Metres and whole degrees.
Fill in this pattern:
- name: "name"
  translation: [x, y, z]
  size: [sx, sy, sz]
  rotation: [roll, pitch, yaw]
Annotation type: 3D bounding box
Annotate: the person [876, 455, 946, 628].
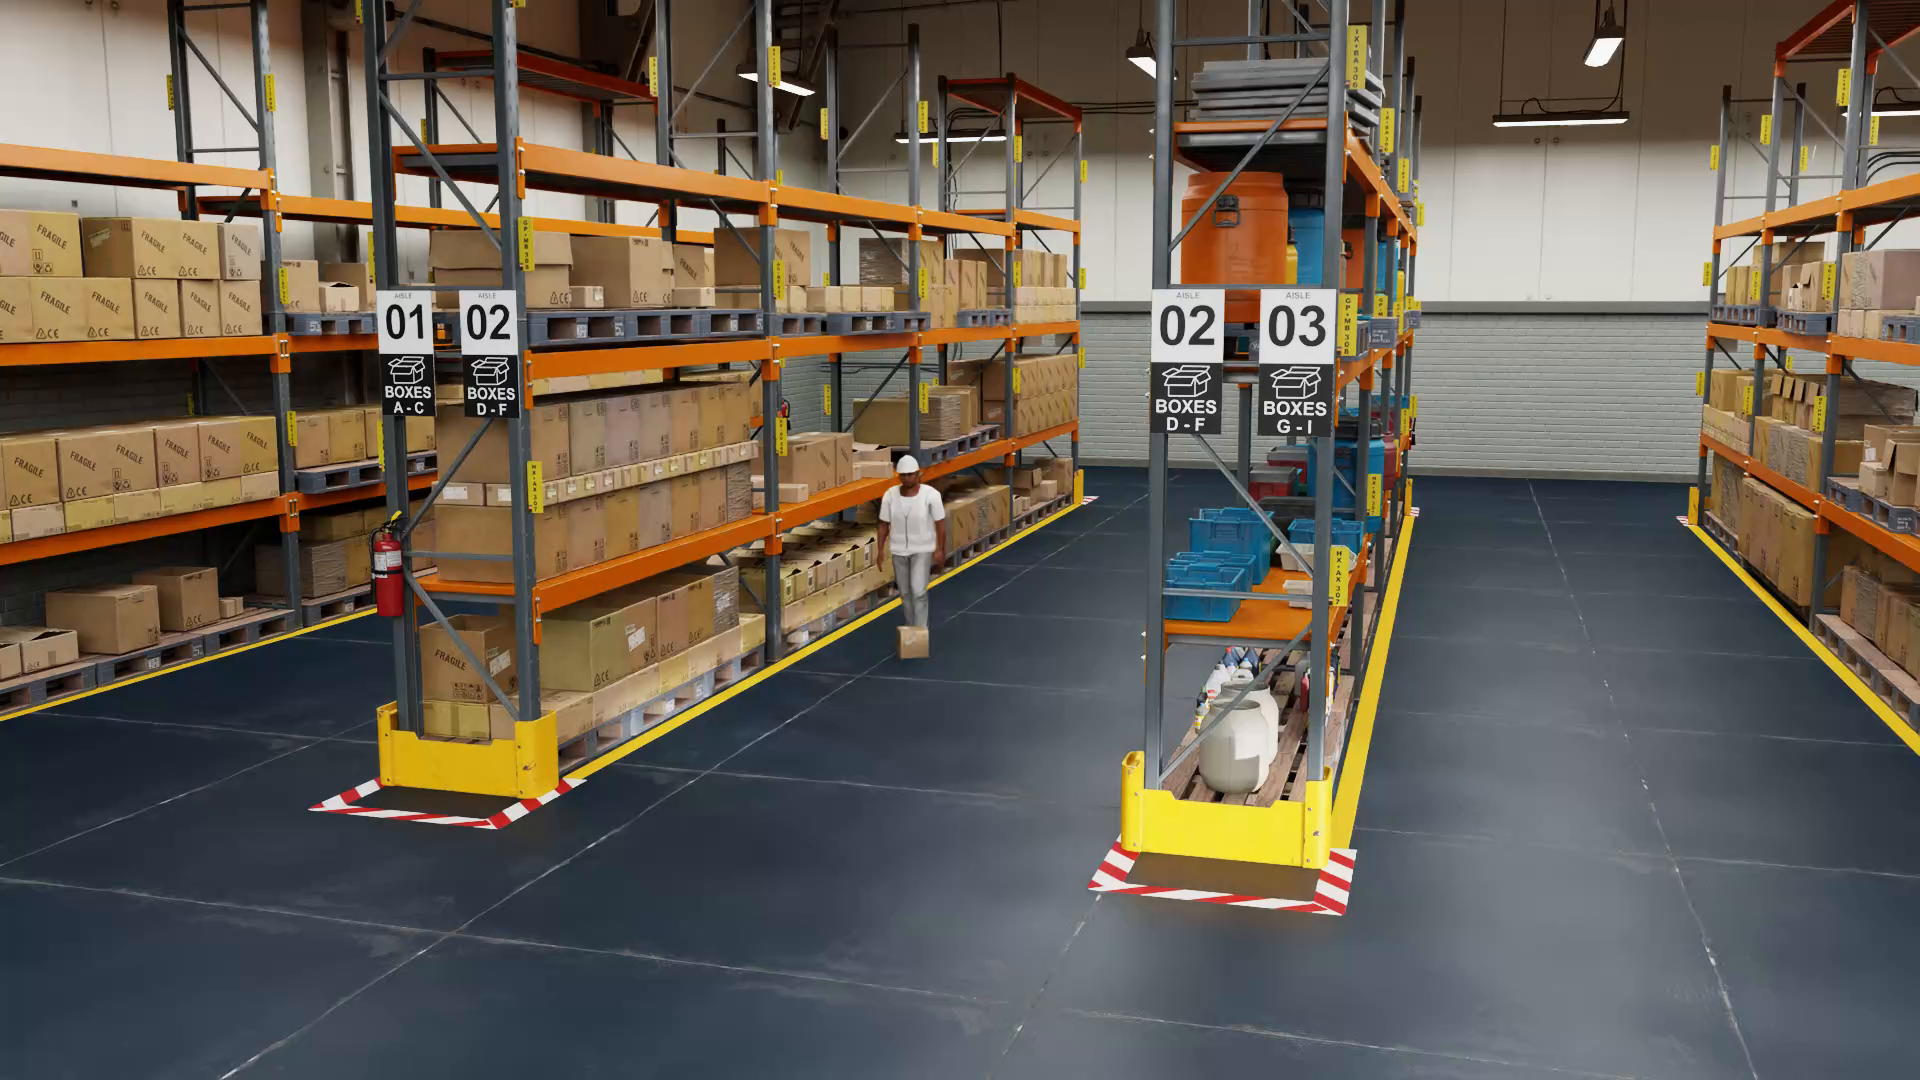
- name: "person"
  translation: [-0.428, 0.147, 14.916]
  size: [0.593, 1.831, 0.624]
  rotation: [3, 9, 18]
